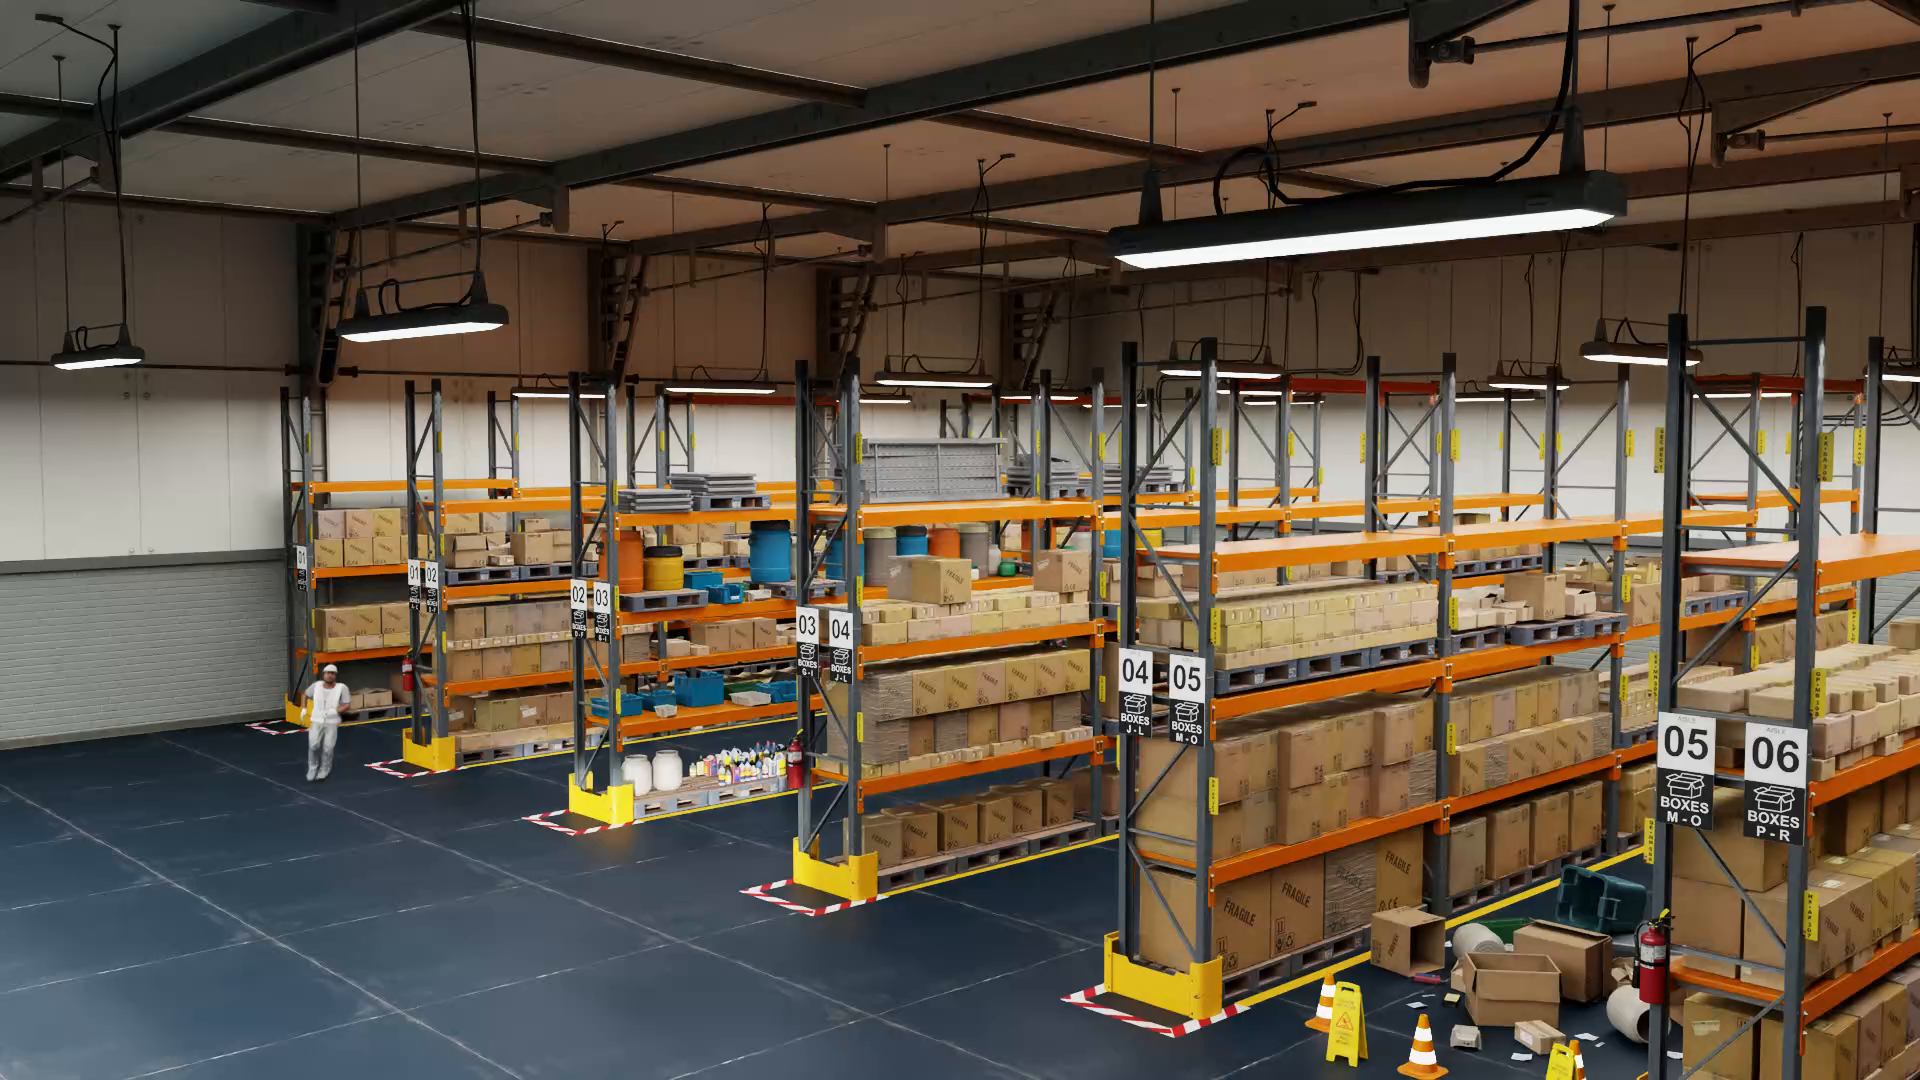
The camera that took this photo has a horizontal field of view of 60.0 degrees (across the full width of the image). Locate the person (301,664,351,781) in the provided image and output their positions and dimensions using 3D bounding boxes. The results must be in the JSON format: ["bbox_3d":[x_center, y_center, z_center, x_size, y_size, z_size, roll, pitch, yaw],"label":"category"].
[{"bbox_3d":[-9.415,2.712,24.682,0.711,1.724,0.621,-1,4,-18],"label":"person"}]
